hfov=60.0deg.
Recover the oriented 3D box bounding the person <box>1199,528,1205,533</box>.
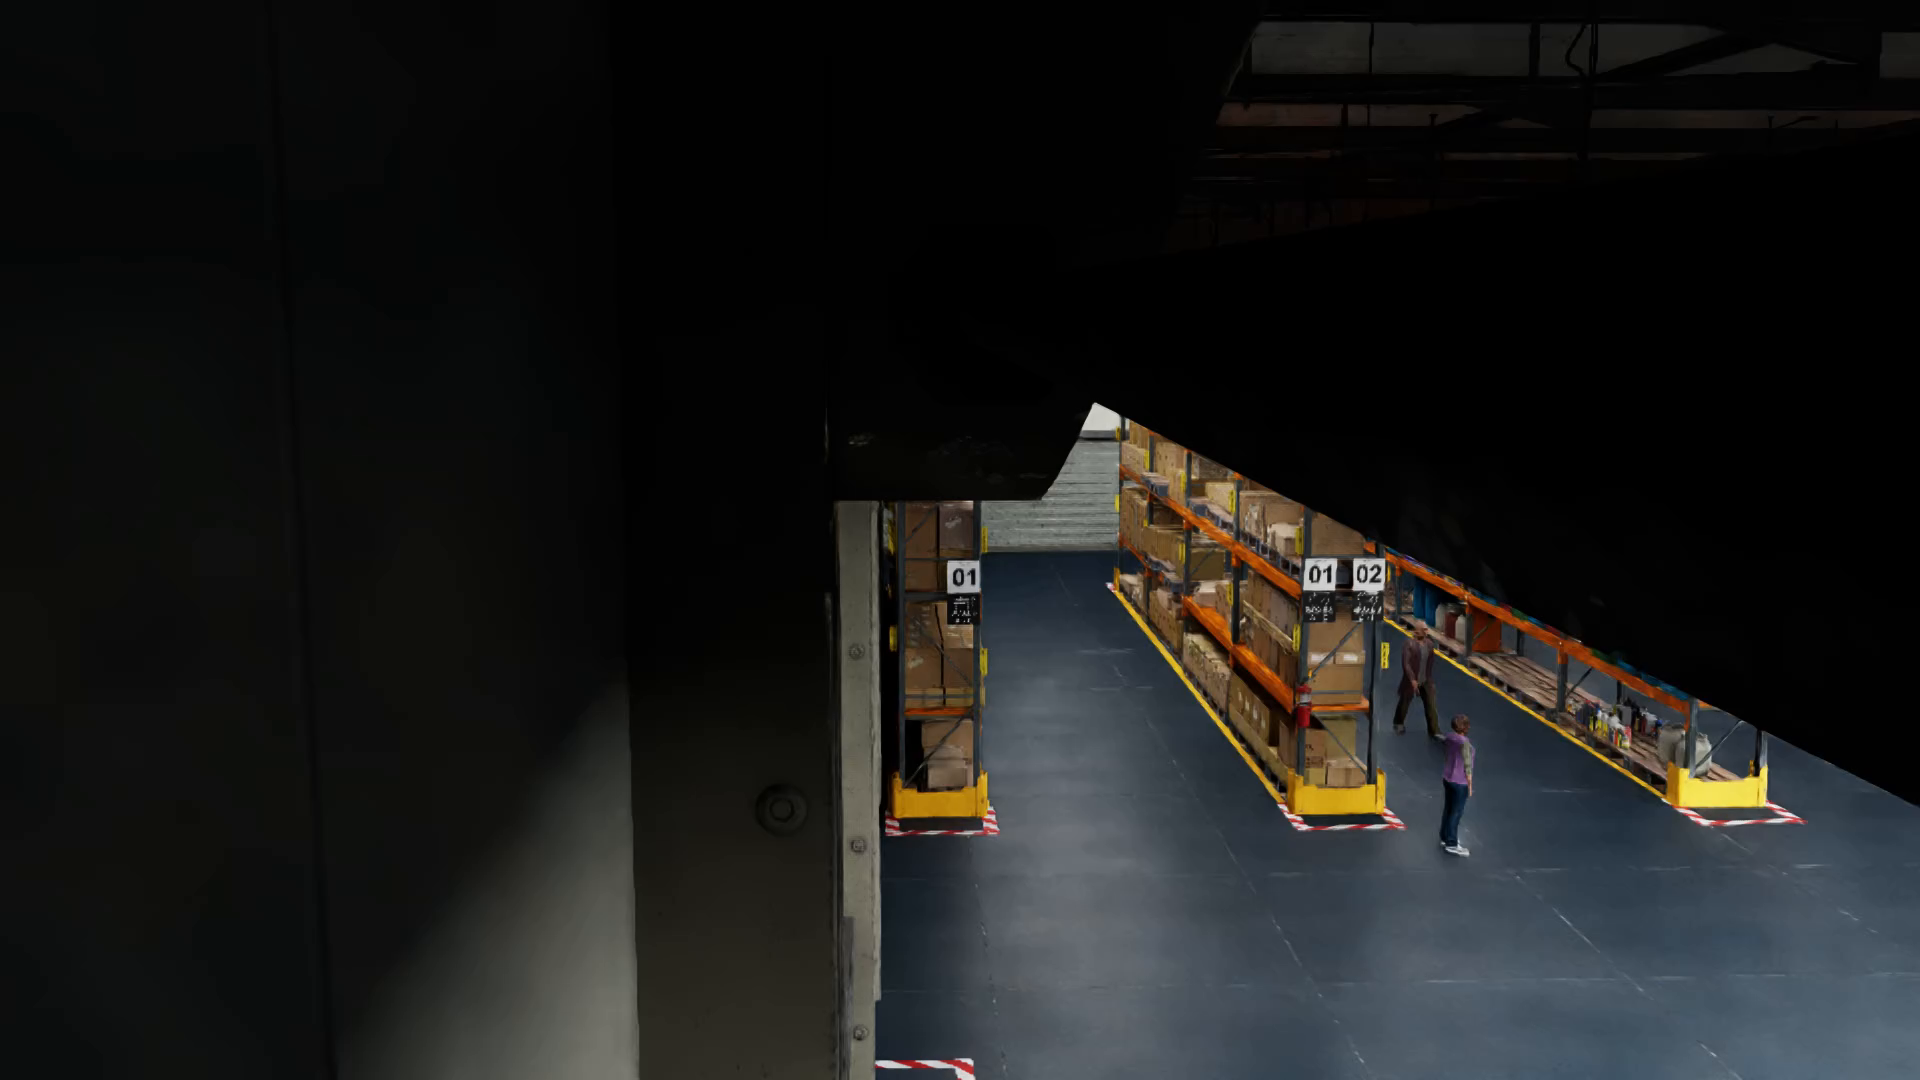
[{"bbox_3d":[5.425,-0.022,38.015,0.562,1.761,0.737,6,10,34],"label":"person"}]

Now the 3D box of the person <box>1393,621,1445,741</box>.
[{"bbox_3d":[6.625,2.012,24.050,0.580,1.709,1.102,-2,8,-11],"label":"person"}]

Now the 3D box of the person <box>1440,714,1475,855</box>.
[{"bbox_3d":[5.729,2.782,19.160,0.345,1.597,0.536,-3,9,-17],"label":"person"}]
